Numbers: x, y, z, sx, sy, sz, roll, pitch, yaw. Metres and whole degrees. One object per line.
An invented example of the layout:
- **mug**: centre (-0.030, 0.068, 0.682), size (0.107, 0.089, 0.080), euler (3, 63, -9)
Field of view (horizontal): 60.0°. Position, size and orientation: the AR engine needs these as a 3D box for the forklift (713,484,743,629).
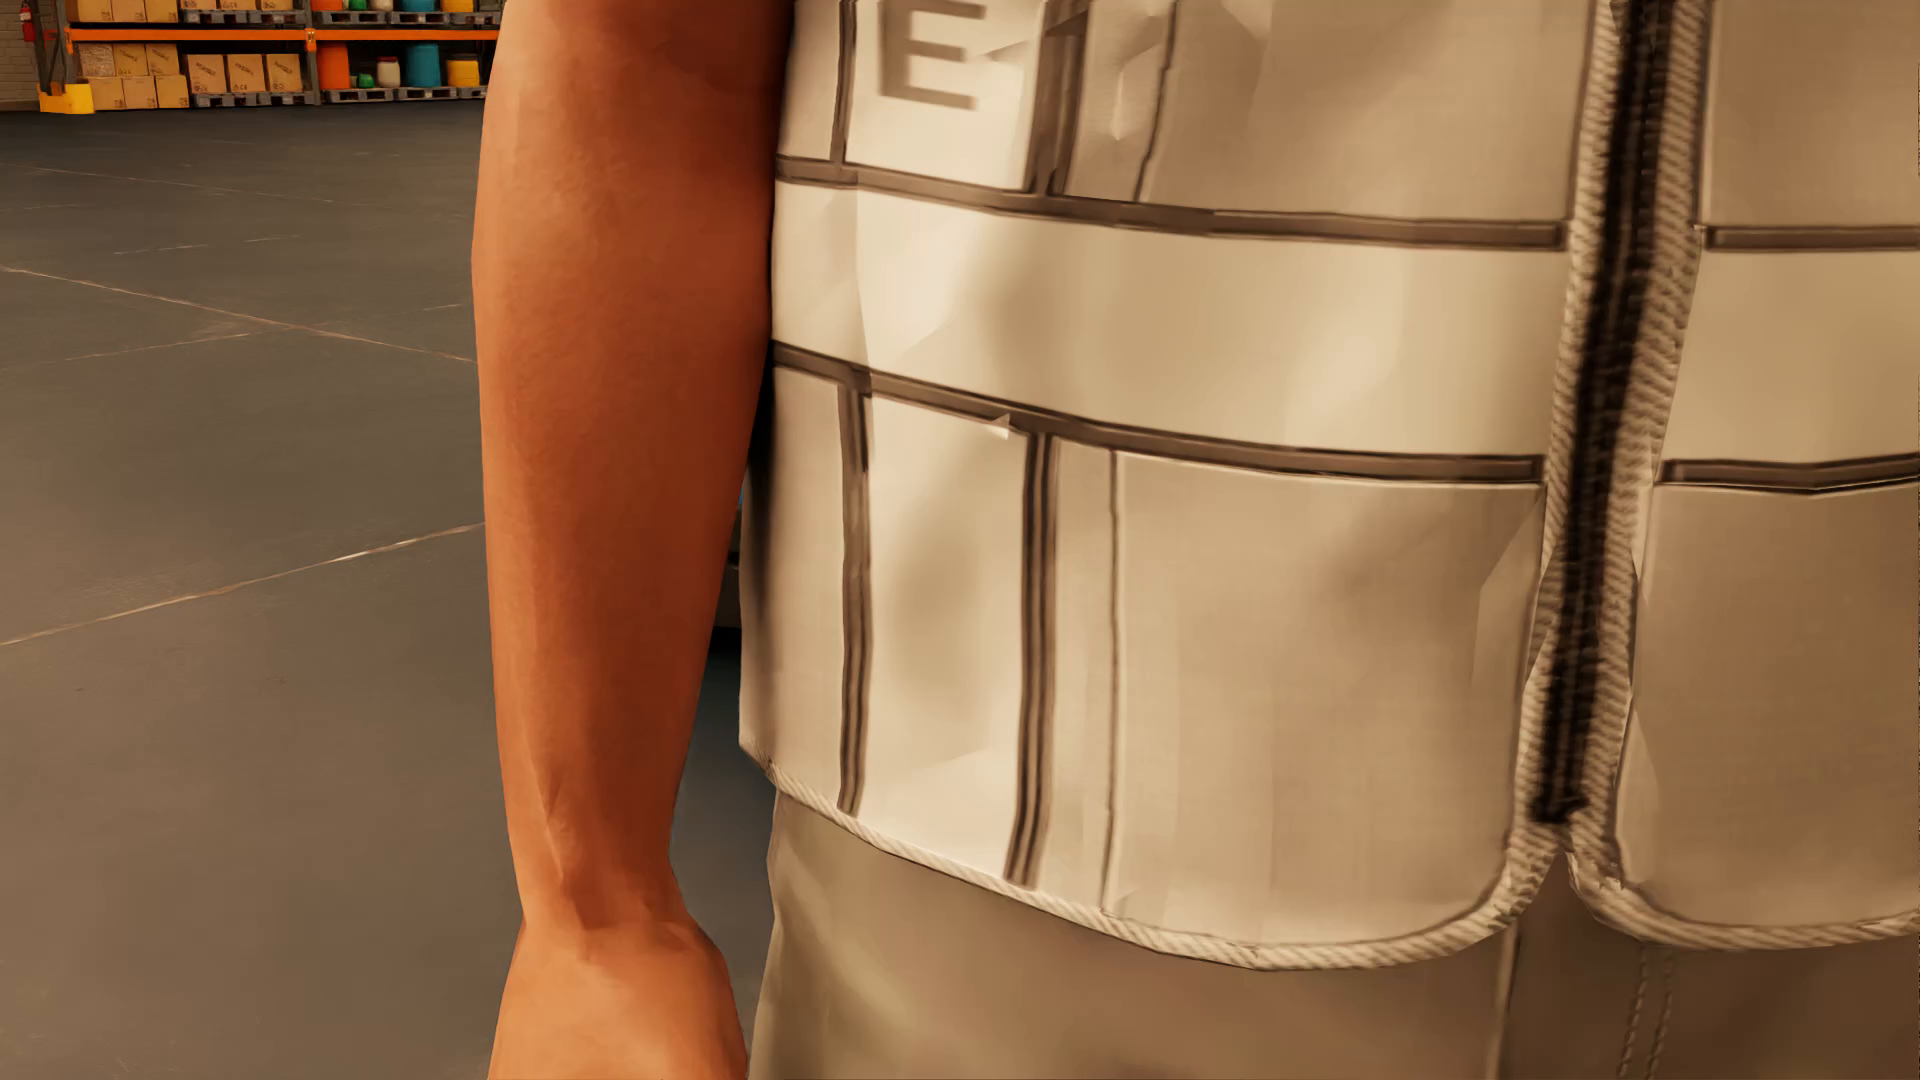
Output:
- **forklift**: centre (0.182, -1.571, 4.072), size (1.130, 2.935, 3.031), euler (5, 18, 17)
